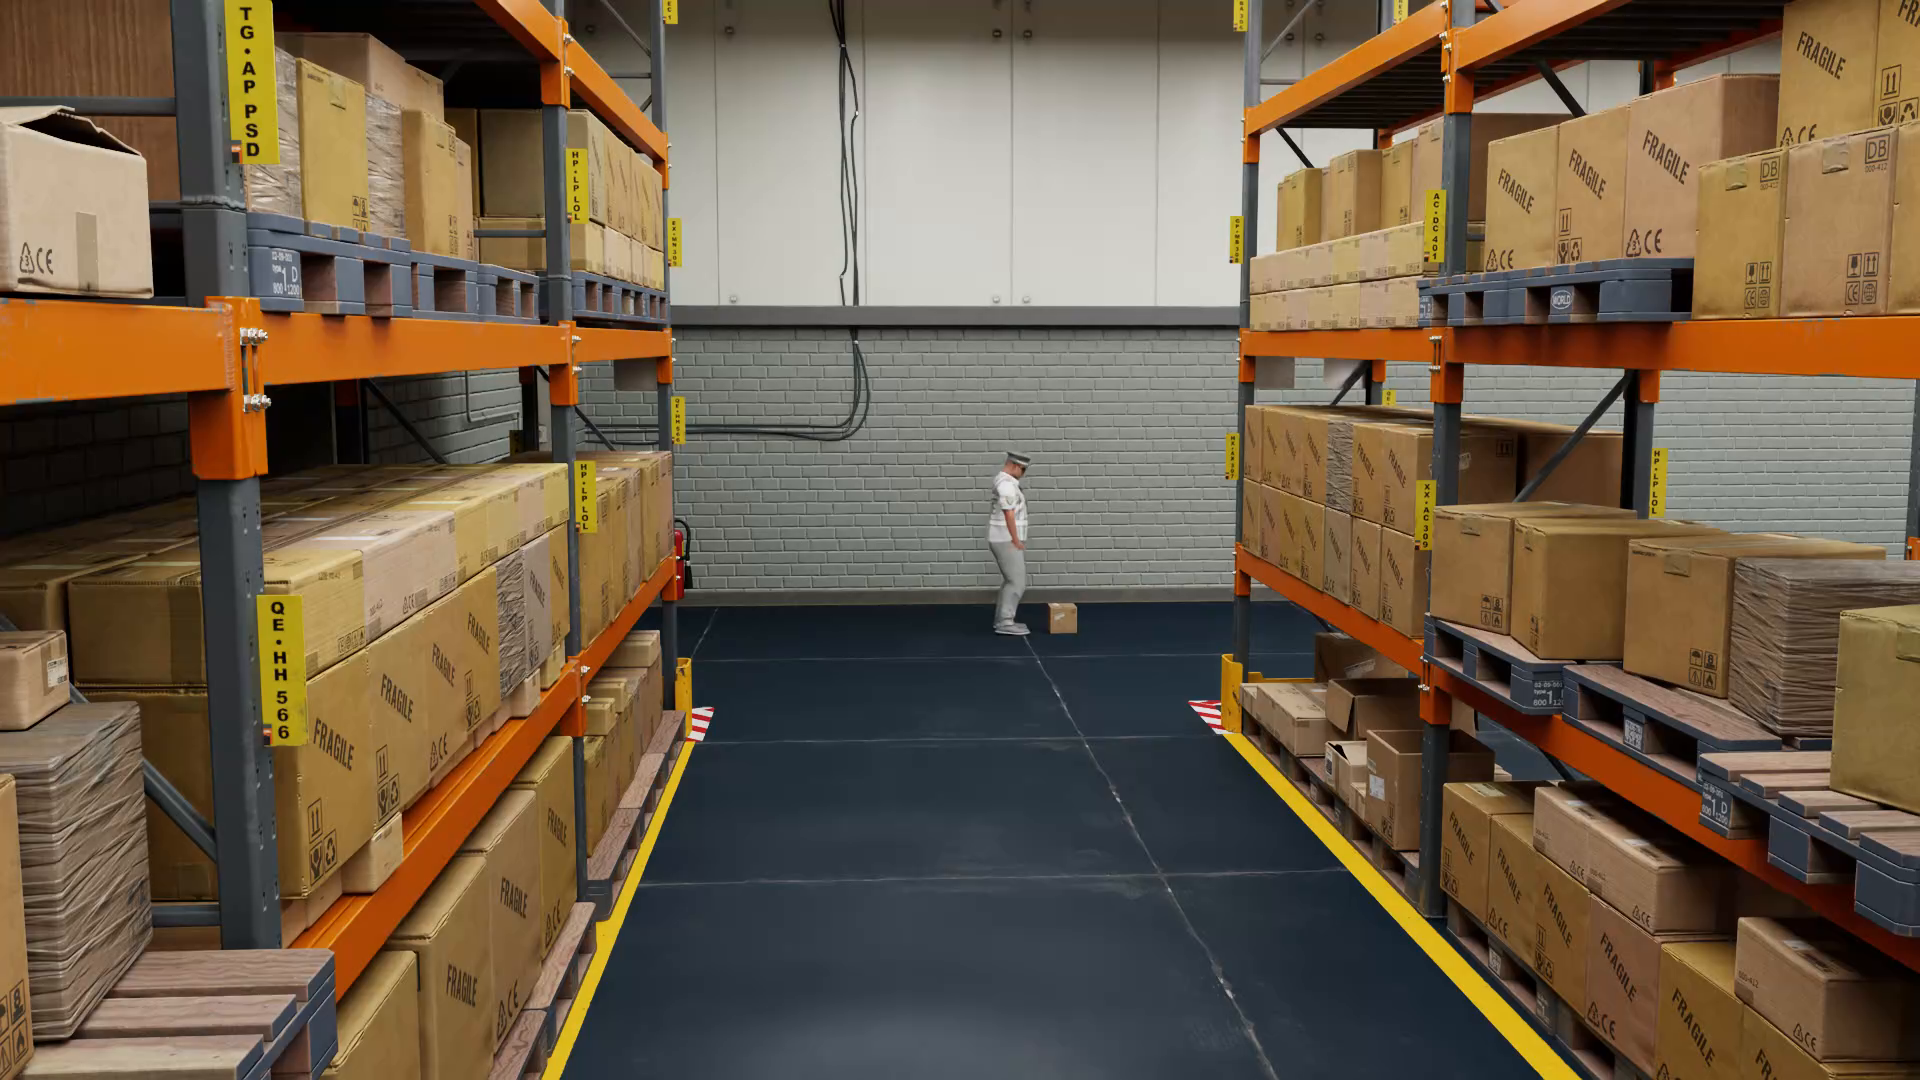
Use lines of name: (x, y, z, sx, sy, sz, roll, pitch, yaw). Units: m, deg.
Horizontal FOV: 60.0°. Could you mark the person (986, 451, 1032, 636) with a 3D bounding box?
person: (0.462, 0.020, 15.705, 0.424, 1.726, 0.544, 0, 7, -2)
